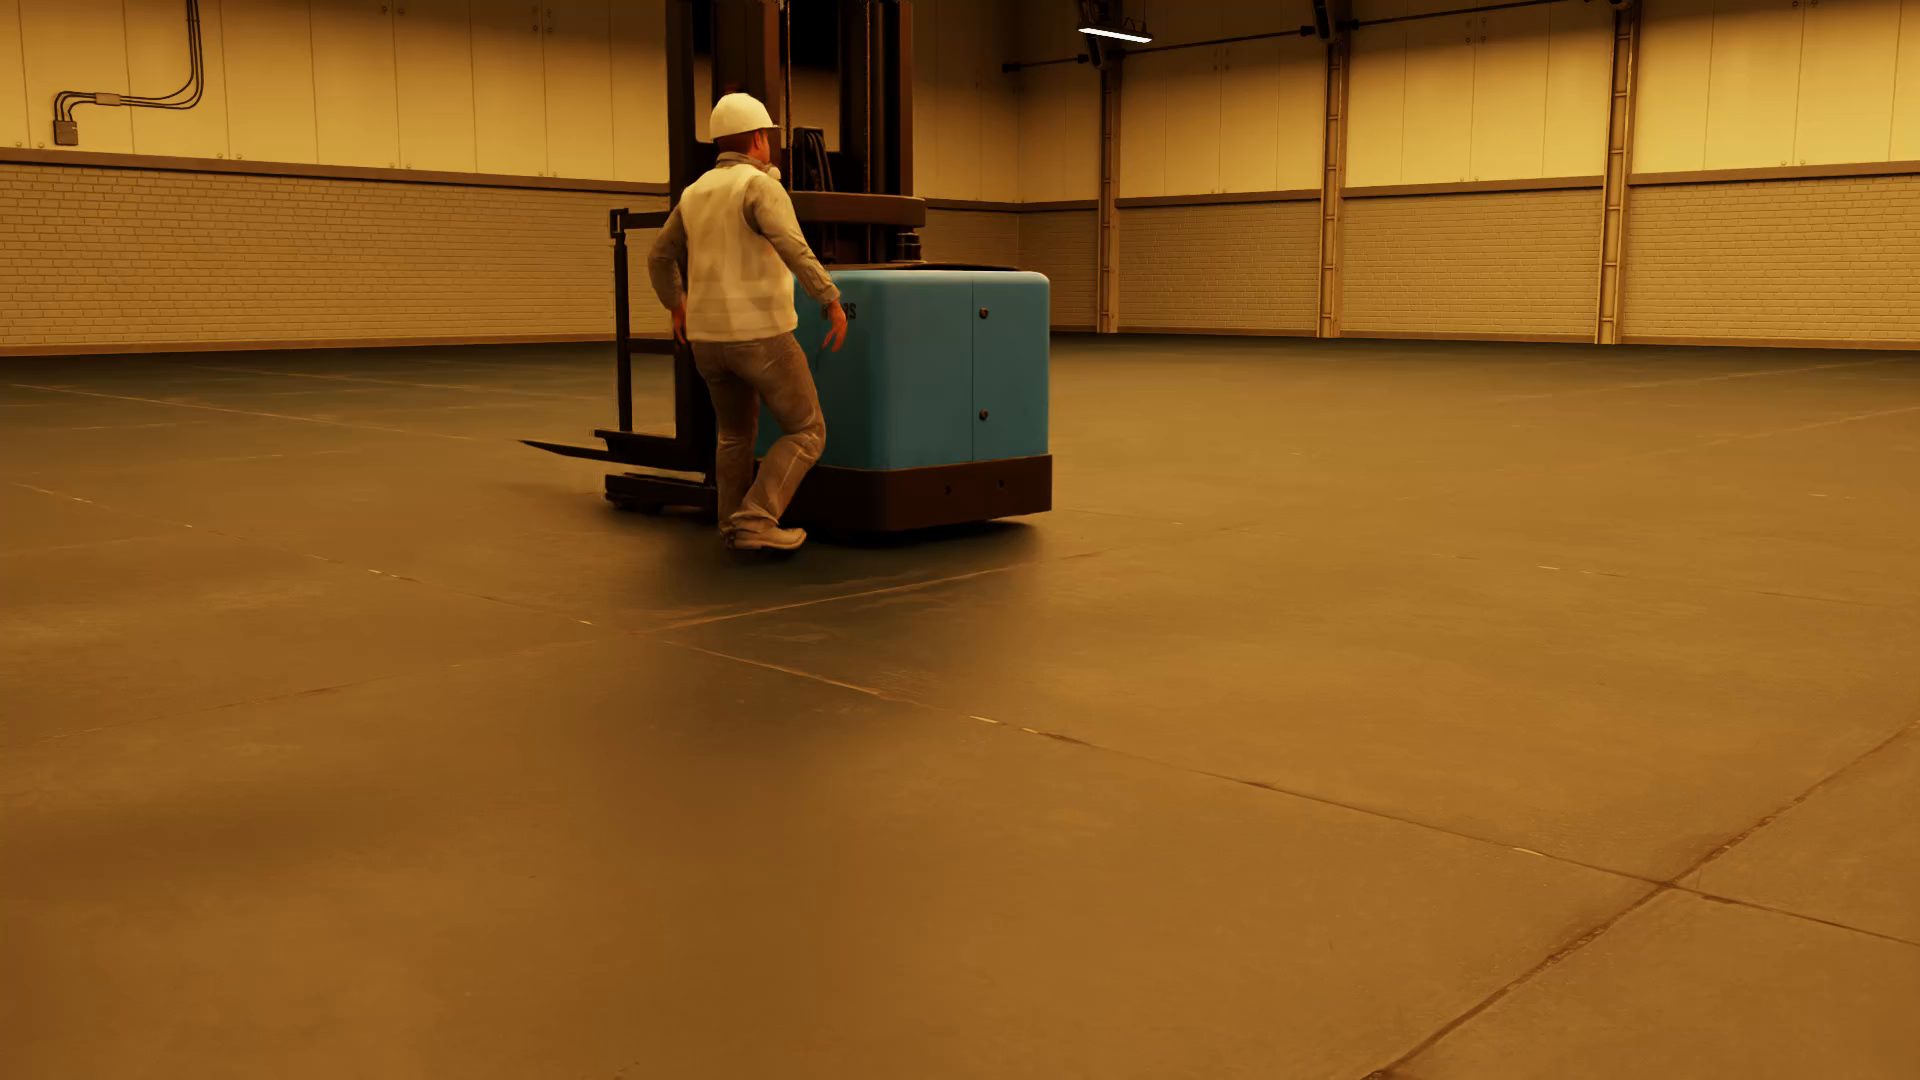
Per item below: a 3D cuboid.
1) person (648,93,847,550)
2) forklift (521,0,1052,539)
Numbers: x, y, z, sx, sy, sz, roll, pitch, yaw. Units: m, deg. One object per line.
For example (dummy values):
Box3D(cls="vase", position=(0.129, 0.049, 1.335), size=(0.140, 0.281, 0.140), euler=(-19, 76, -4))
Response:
Box3D(cls="person", position=(-0.751, -0.786, 6.259), size=(0.873, 1.735, 0.577), euler=(7, 11, 40))
Box3D(cls="forklift", position=(-0.992, -1.617, 7.615), size=(1.130, 2.935, 3.031), euler=(-8, 12, -43))
